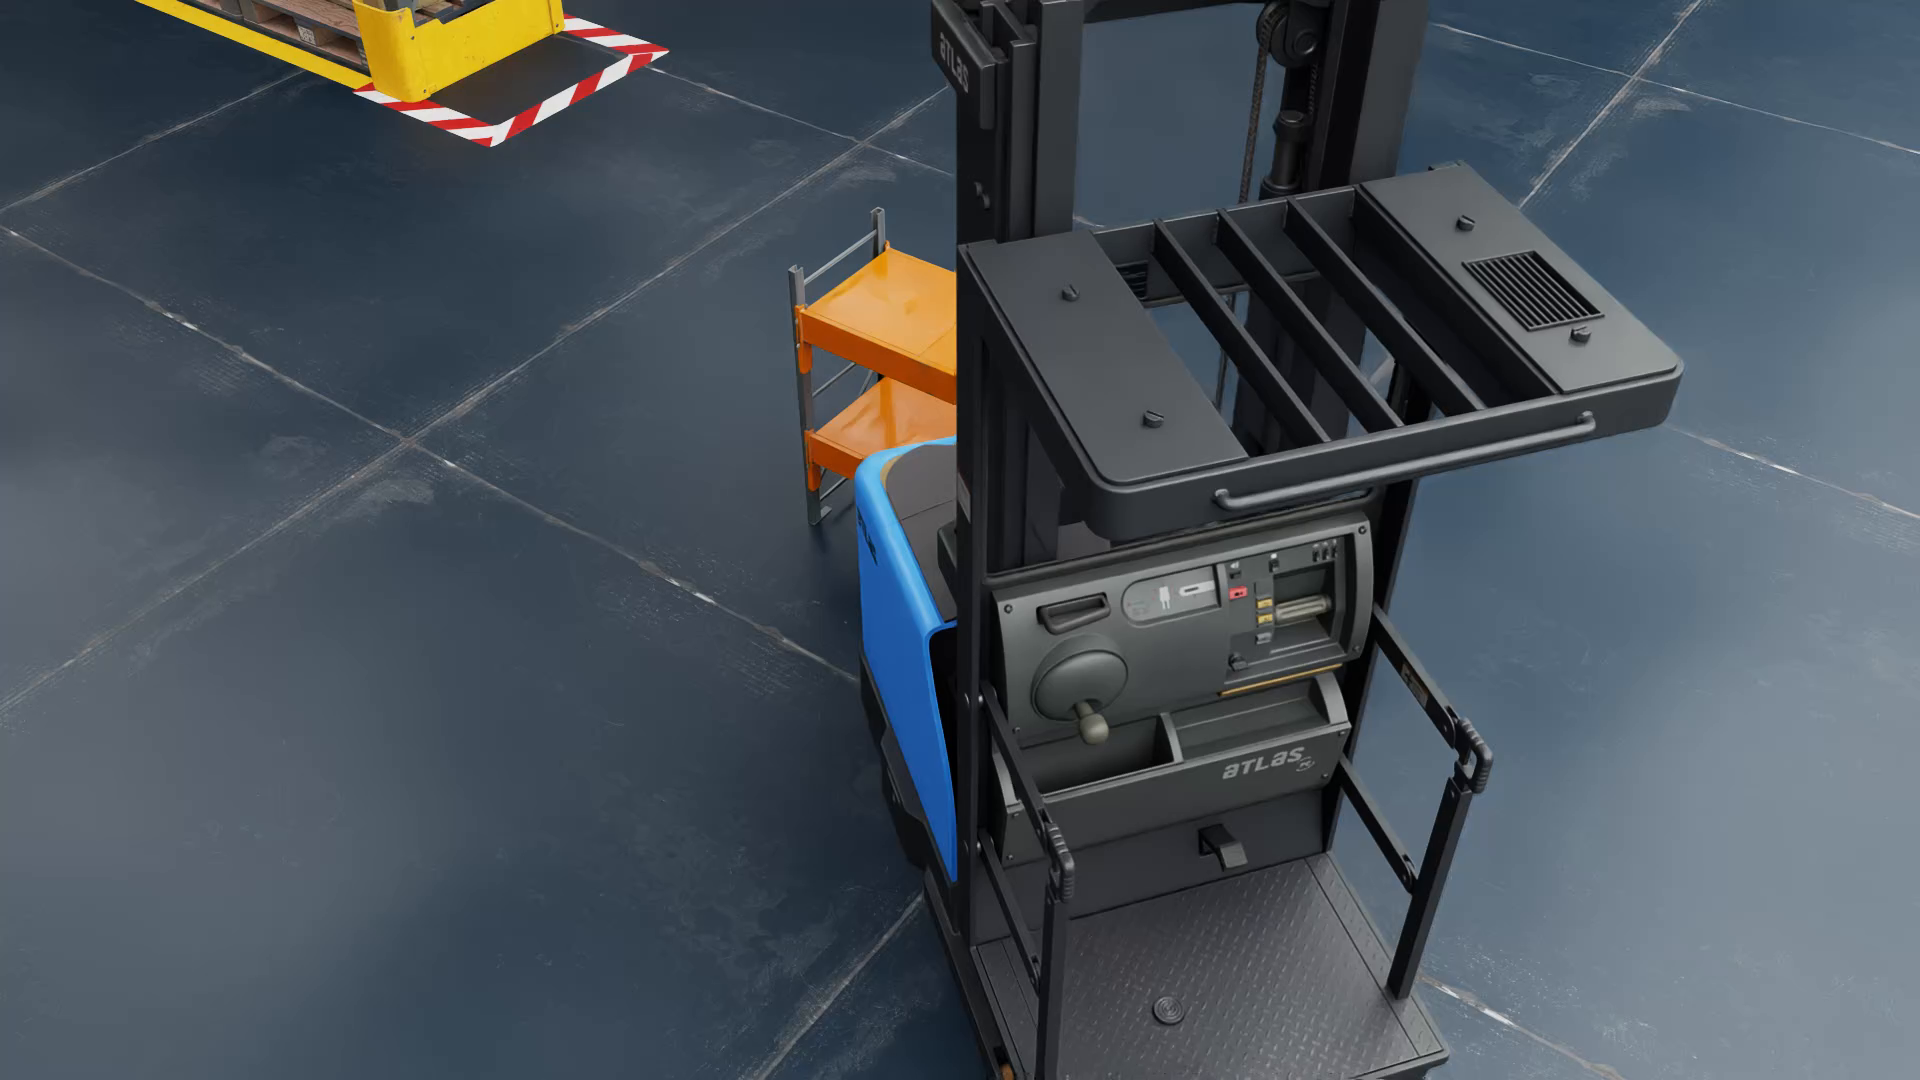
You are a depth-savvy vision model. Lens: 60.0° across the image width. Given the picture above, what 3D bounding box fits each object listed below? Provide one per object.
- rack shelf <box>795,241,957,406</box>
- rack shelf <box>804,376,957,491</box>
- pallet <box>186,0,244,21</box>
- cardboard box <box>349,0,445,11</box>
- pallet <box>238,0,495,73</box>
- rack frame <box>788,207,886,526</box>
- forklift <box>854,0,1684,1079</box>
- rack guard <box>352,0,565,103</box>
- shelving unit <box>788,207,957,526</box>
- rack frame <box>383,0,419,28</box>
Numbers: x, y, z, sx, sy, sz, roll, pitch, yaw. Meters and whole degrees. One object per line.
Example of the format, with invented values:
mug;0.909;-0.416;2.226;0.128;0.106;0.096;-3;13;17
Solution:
rack shelf;-0.006;-0.640;5.683;1.000;0.278;0.538;25;48;25
rack shelf;-0.006;-0.240;6.041;1.000;0.278;0.538;25;48;25
pallet;-4.354;-3.571;10.083;1.213;0.211;1.003;25;48;25
cardboard box;-3.154;-3.257;9.200;0.500;0.500;0.500;-33;51;-31
pallet;-3.359;-3.104;9.560;1.213;0.211;1.003;25;48;25
rack frame;-0.422;-0.616;6.095;0.032;1.125;0.500;25;48;25
forklift;0.601;0.294;3.723;1.130;2.935;3.031;-12;43;-13
rack guard;-2.714;-2.881;9.095;0.348;0.500;1.175;25;48;25
shelving unit;-0.006;-0.422;5.878;1.048;1.125;0.538;25;48;25
rack frame;-2.652;-3.784;8.229;0.127;3.000;1.000;25;48;25
